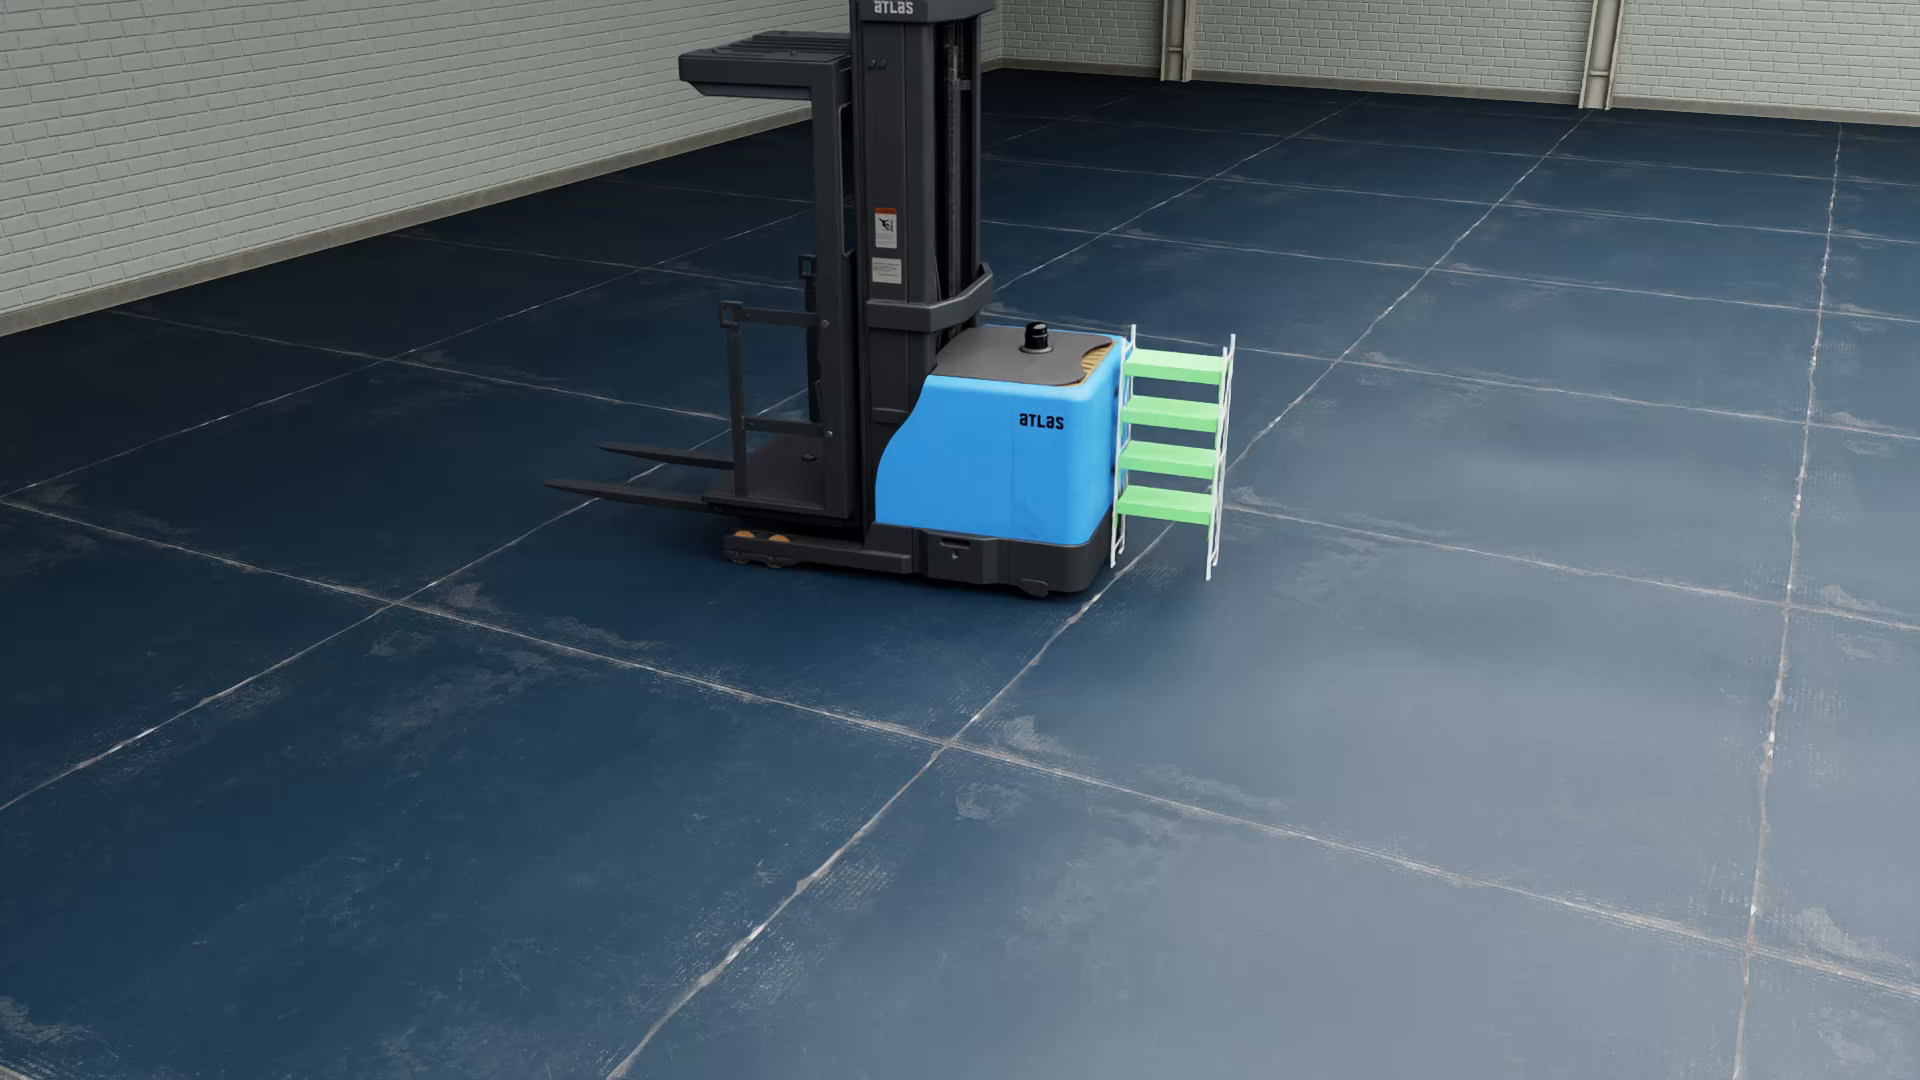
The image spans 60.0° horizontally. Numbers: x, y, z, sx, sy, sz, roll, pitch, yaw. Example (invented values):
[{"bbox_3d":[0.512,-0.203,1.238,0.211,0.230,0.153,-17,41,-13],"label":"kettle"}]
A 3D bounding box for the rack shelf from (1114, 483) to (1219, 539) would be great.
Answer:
[{"bbox_3d":[1.040,-0.148,8.334,0.480,0.148,0.258,8,24,16],"label":"rack shelf"}]

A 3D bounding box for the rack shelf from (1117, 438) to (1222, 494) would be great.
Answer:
[{"bbox_3d":[1.043,-0.369,8.239,0.480,0.148,0.258,8,24,16],"label":"rack shelf"}]

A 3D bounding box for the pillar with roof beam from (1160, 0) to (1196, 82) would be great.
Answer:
[{"bbox_3d":[1.310,-9.562,19.735,0.400,9.000,9.100,11,25,25],"label":"pillar with roof beam"}]

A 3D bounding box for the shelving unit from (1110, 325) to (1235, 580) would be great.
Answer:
[{"bbox_3d":[1.043,-0.427,8.214,0.503,1.200,0.258,8,24,16],"label":"shelving unit"}]

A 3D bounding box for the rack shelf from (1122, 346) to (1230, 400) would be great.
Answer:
[{"bbox_3d":[1.048,-0.810,8.050,0.480,0.148,0.258,8,24,16],"label":"rack shelf"}]

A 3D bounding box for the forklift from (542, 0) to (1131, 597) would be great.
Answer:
[{"bbox_3d":[-0.694,-1.393,8.281,3.031,2.935,1.130,7,24,16],"label":"forklift"}]

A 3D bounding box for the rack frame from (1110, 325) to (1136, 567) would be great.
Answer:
[{"bbox_3d":[0.811,-0.459,8.282,0.015,1.200,0.240,8,24,16],"label":"rack frame"}]

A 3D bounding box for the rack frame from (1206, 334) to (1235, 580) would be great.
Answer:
[{"bbox_3d":[1.275,-0.395,8.146,0.015,1.200,0.240,8,24,16],"label":"rack frame"}]

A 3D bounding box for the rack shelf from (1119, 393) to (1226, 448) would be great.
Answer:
[{"bbox_3d":[1.045,-0.589,8.145,0.480,0.148,0.258,8,24,16],"label":"rack shelf"}]

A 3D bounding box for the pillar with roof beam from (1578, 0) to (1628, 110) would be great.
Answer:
[{"bbox_3d":[6.664,-8.502,17.243,0.400,9.000,9.100,11,25,25],"label":"pillar with roof beam"}]
